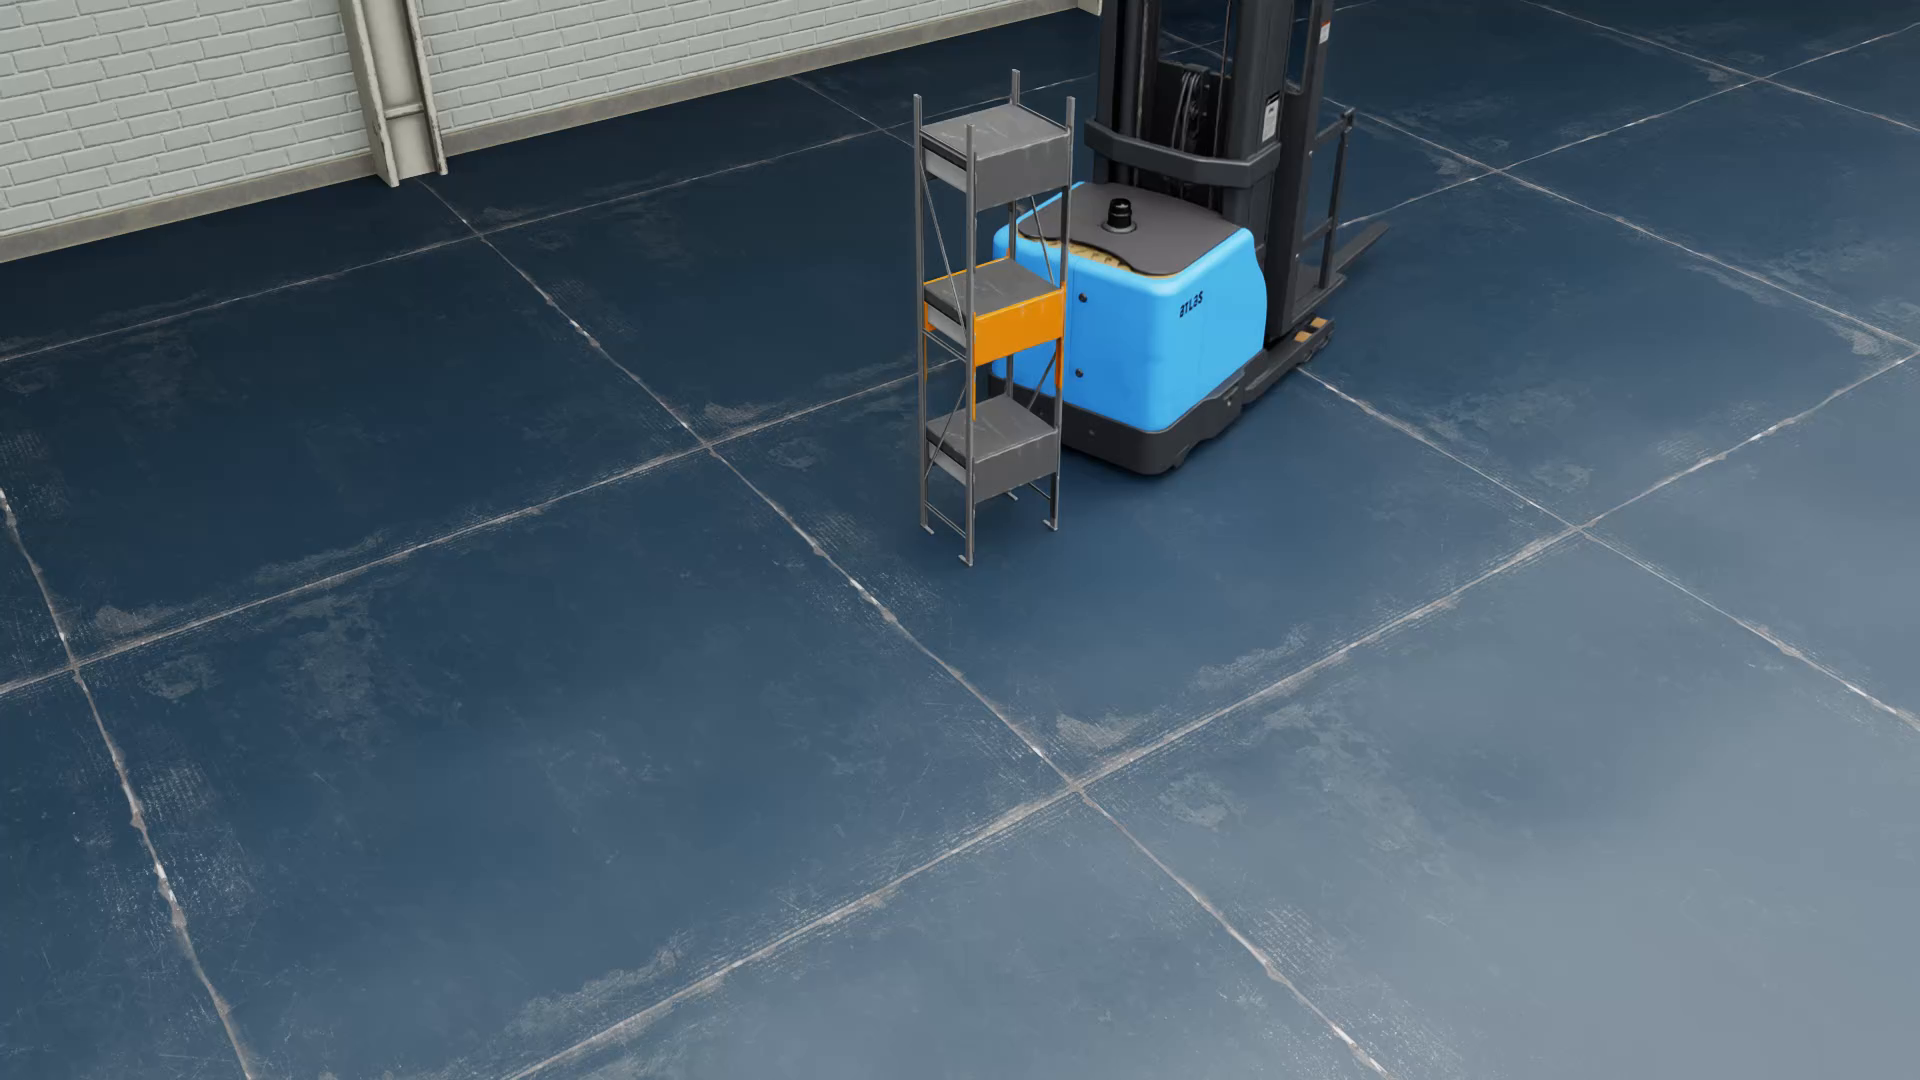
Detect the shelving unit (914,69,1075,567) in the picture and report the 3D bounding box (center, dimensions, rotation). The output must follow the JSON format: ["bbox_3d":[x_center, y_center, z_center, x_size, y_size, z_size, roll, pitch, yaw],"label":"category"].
[{"bbox_3d":[0.135,-0.908,7.214,0.503,2.100,0.431,-22,41,-28],"label":"shelving unit"}]

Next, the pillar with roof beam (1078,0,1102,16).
[{"bbox_3d":[3.698,-6.088,8.508,0.400,9.000,9.100,-22,41,-28],"label":"pillar with roof beam"}]

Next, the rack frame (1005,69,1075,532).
[{"bbox_3d":[0.335,-0.990,7.328,0.015,2.100,0.400,-22,41,-28],"label":"rack frame"}]

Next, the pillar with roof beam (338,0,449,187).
[{"bbox_3d":[-1.206,-4.070,5.702,0.400,9.000,9.100,-22,41,-28],"label":"pillar with roof beam"}]

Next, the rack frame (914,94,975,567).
[{"bbox_3d":[-0.064,-0.826,7.100,0.015,2.100,0.400,-22,41,-28],"label":"rack frame"}]

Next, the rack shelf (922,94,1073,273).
[{"bbox_3d":[0.135,-1.465,6.814,0.480,0.518,0.431,-22,41,-28],"label":"rack shelf"}]

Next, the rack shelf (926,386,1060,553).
[{"bbox_3d":[0.135,-0.329,7.631,0.480,0.518,0.431,-22,41,-28],"label":"rack shelf"}]

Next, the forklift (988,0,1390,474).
[{"bbox_3d":[1.422,-2.317,8.461,1.130,2.935,3.031,23,42,29],"label":"forklift"}]

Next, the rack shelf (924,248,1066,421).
[{"bbox_3d":[0.135,-0.897,7.222,0.480,0.518,0.431,-22,41,-28],"label":"rack shelf"}]
